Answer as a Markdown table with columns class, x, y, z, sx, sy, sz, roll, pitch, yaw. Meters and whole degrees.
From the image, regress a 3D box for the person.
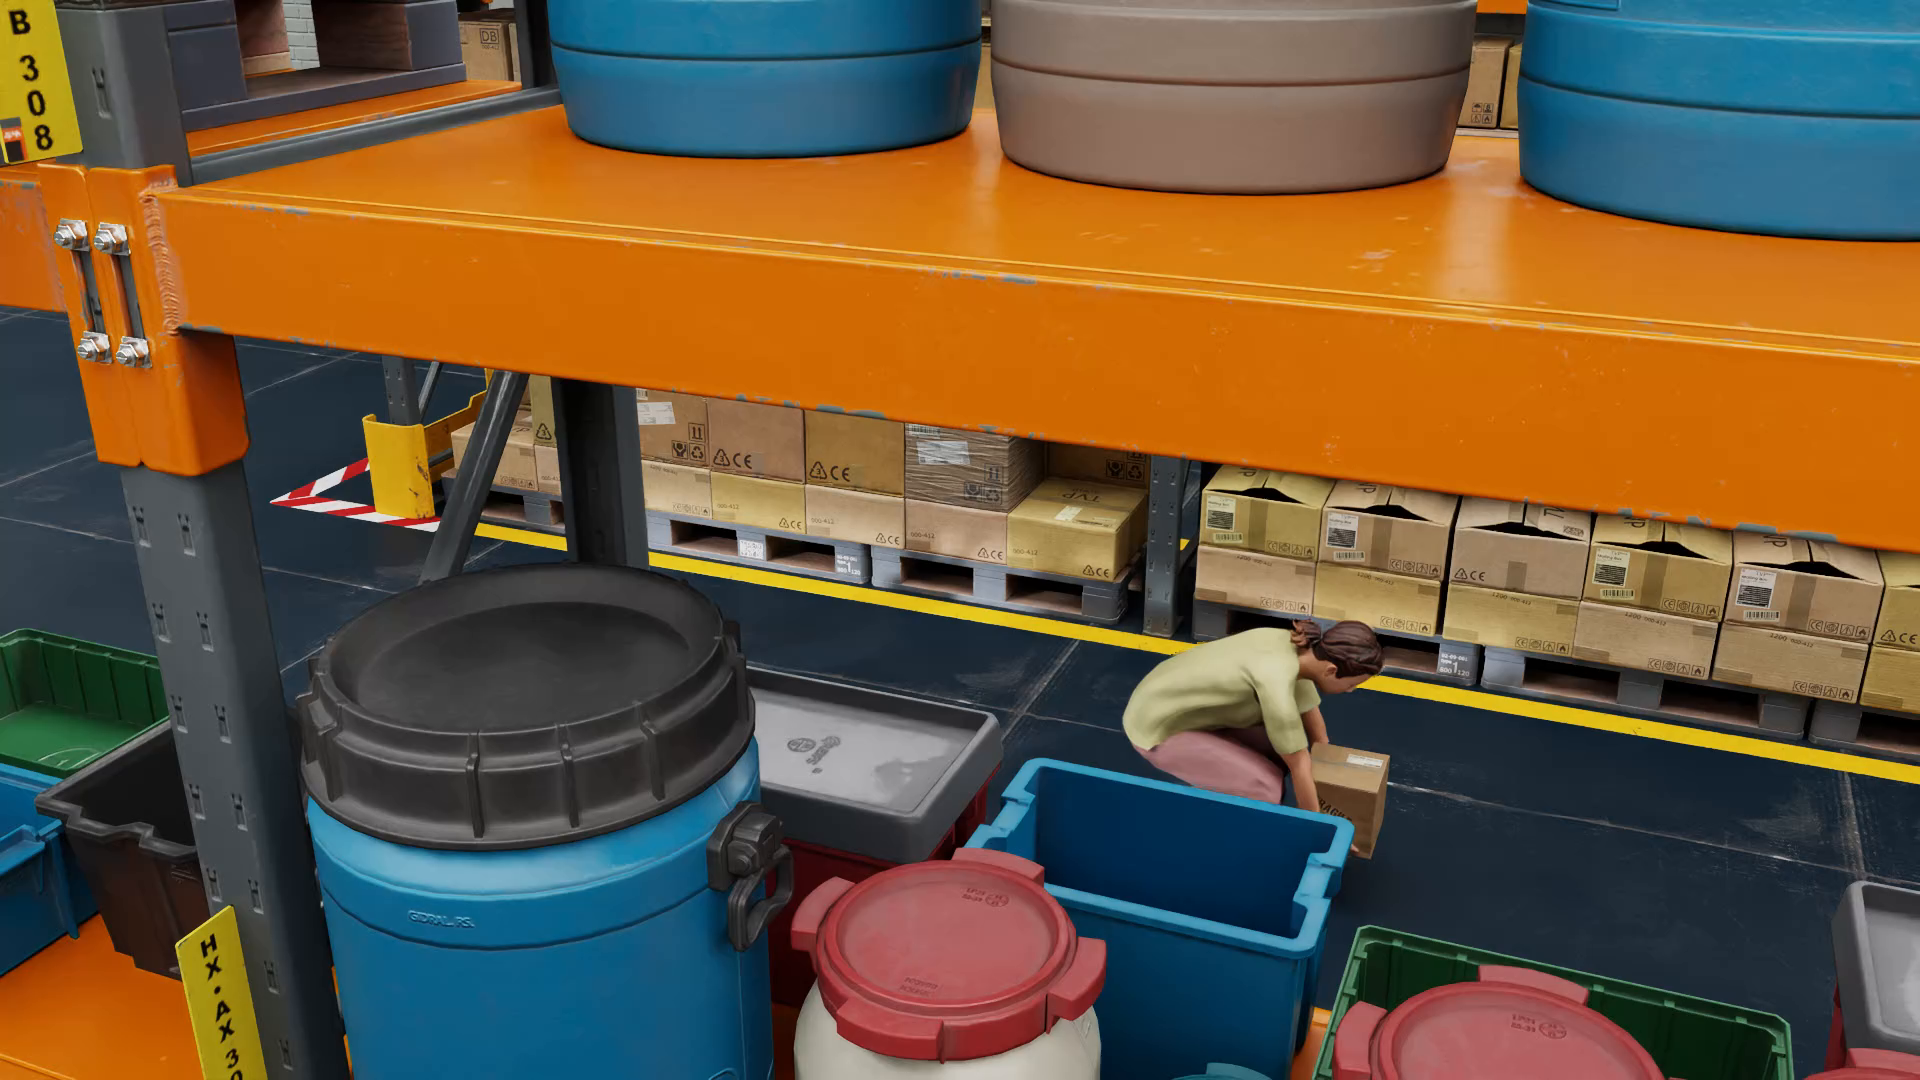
| class | x | y | z | sx | sy | sz | roll | pitch | yaw |
| --- | --- | --- | --- | --- | --- | --- | --- | --- | --- |
| person | 0.946 | 0.665 | 5.463 | 0.817 | 0.934 | 0.452 | 8 | 24 | 19 |
